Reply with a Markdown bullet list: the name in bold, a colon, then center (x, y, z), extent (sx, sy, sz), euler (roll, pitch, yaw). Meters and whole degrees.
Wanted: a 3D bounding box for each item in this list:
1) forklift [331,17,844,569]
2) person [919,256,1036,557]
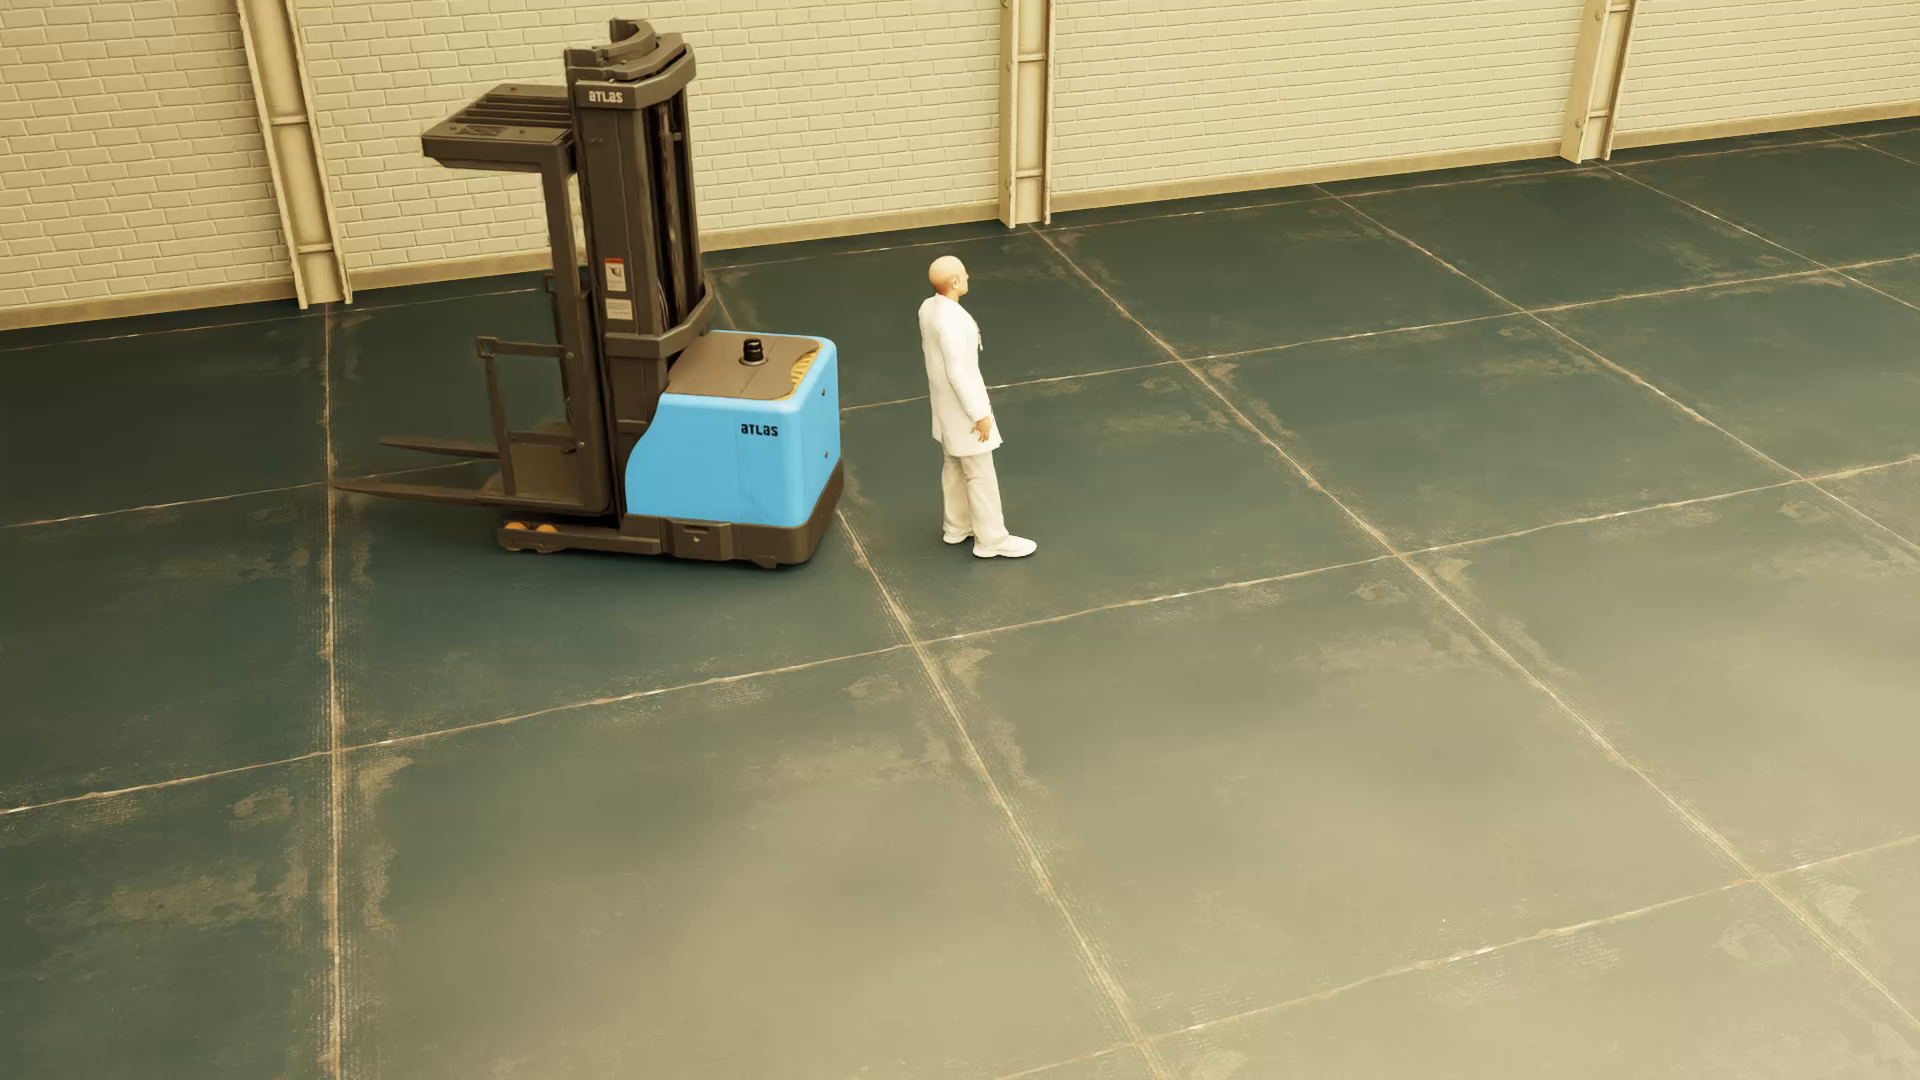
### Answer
- **forklift**: center (-2.293, -1.444, 9.597), extent (3.031, 2.935, 1.130), euler (5, 30, 8)
- **person**: center (0.087, -0.795, 9.616), extent (0.577, 1.777, 0.696), euler (-9, 31, -16)
